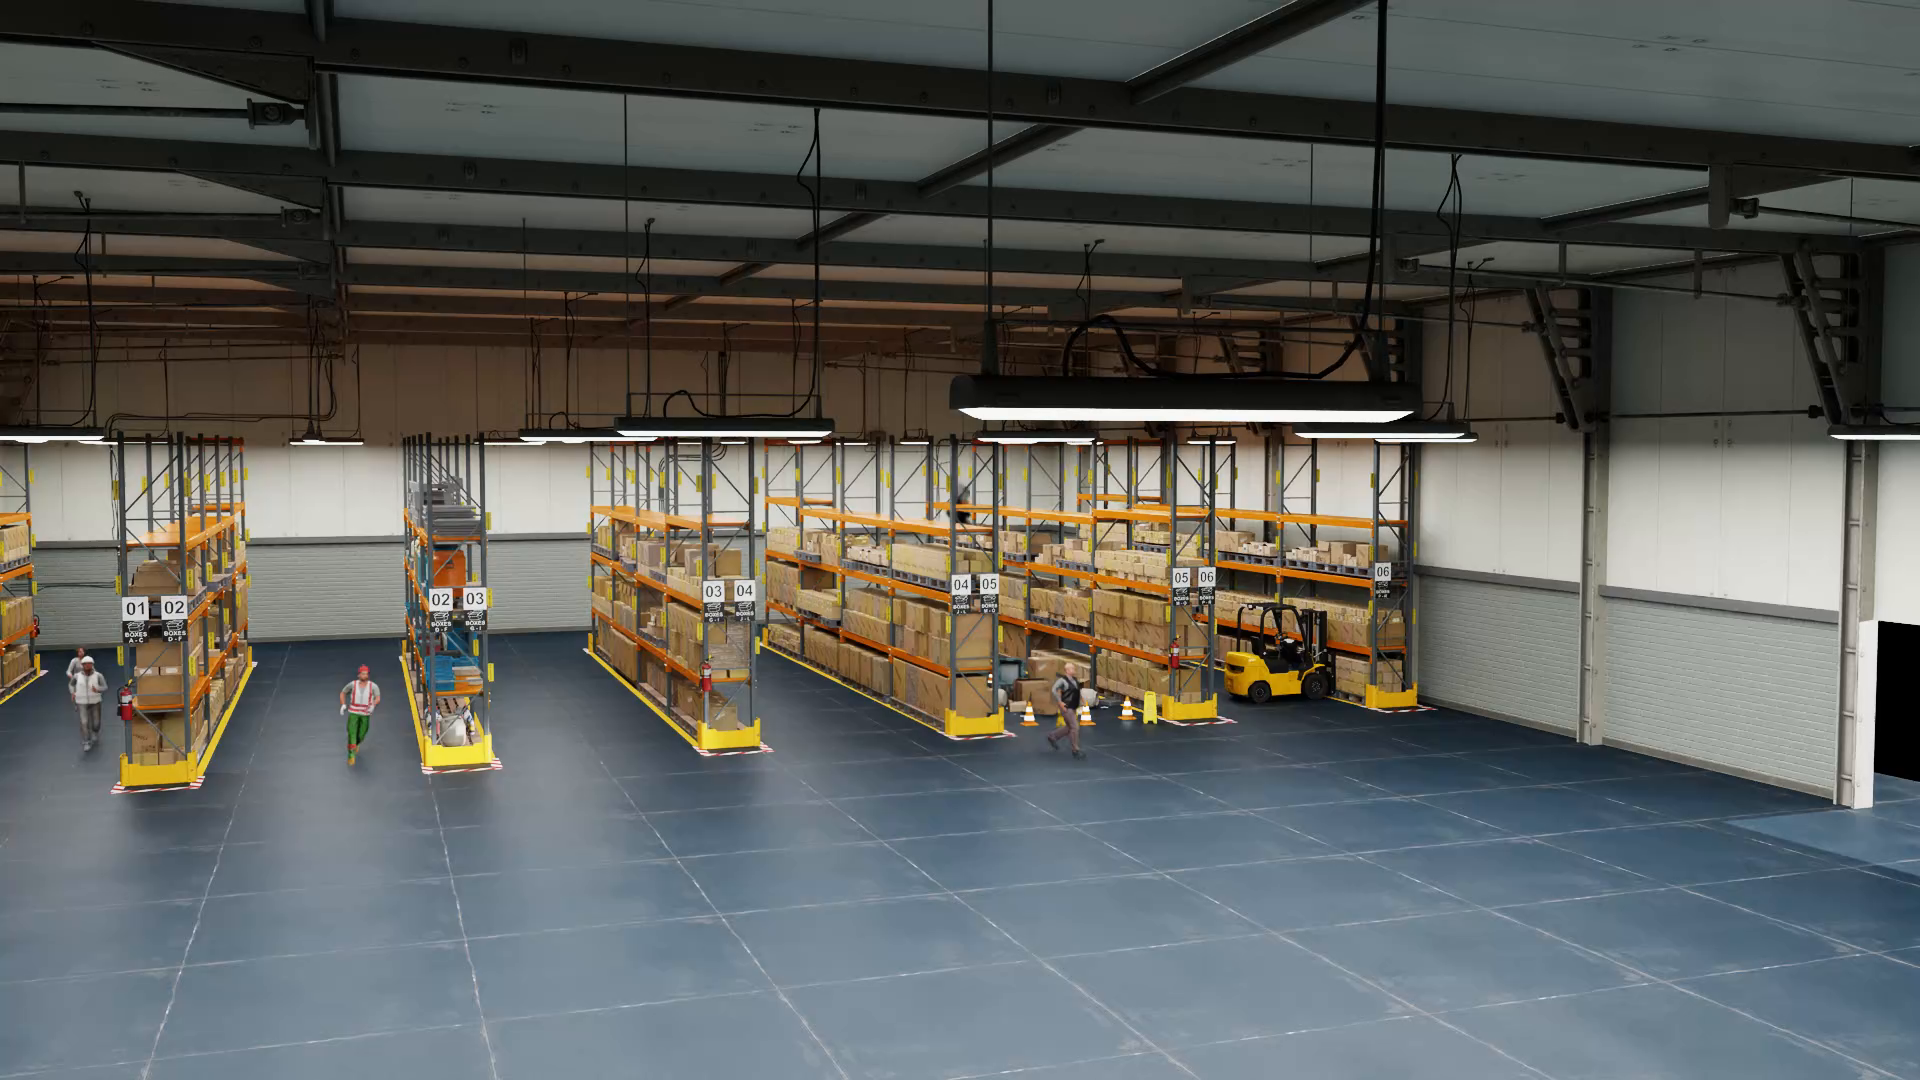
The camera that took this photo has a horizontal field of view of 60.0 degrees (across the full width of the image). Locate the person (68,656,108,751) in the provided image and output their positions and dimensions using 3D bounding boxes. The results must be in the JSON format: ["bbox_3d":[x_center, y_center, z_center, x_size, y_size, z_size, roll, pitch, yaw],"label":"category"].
[{"bbox_3d":[-16.546,3.084,31.563,0.666,1.750,0.930,-2,4,-28],"label":"person"}]

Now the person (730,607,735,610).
[{"bbox_3d":[-6.620,2.243,47.208,0.701,1.783,0.921,0,3,3],"label":"person"}]

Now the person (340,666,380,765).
[{"bbox_3d":[-10.965,3.182,30.408,0.696,1.765,0.793,-1,3,-21],"label":"person"}]

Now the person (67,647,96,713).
[{"bbox_3d":[-18.445,3.017,34.928,0.538,1.557,0.521,-2,4,-36],"label":"person"}]

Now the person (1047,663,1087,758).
[{"bbox_3d":[2.003,3.155,31.007,0.862,1.731,0.668,2,4,32],"label":"person"}]
